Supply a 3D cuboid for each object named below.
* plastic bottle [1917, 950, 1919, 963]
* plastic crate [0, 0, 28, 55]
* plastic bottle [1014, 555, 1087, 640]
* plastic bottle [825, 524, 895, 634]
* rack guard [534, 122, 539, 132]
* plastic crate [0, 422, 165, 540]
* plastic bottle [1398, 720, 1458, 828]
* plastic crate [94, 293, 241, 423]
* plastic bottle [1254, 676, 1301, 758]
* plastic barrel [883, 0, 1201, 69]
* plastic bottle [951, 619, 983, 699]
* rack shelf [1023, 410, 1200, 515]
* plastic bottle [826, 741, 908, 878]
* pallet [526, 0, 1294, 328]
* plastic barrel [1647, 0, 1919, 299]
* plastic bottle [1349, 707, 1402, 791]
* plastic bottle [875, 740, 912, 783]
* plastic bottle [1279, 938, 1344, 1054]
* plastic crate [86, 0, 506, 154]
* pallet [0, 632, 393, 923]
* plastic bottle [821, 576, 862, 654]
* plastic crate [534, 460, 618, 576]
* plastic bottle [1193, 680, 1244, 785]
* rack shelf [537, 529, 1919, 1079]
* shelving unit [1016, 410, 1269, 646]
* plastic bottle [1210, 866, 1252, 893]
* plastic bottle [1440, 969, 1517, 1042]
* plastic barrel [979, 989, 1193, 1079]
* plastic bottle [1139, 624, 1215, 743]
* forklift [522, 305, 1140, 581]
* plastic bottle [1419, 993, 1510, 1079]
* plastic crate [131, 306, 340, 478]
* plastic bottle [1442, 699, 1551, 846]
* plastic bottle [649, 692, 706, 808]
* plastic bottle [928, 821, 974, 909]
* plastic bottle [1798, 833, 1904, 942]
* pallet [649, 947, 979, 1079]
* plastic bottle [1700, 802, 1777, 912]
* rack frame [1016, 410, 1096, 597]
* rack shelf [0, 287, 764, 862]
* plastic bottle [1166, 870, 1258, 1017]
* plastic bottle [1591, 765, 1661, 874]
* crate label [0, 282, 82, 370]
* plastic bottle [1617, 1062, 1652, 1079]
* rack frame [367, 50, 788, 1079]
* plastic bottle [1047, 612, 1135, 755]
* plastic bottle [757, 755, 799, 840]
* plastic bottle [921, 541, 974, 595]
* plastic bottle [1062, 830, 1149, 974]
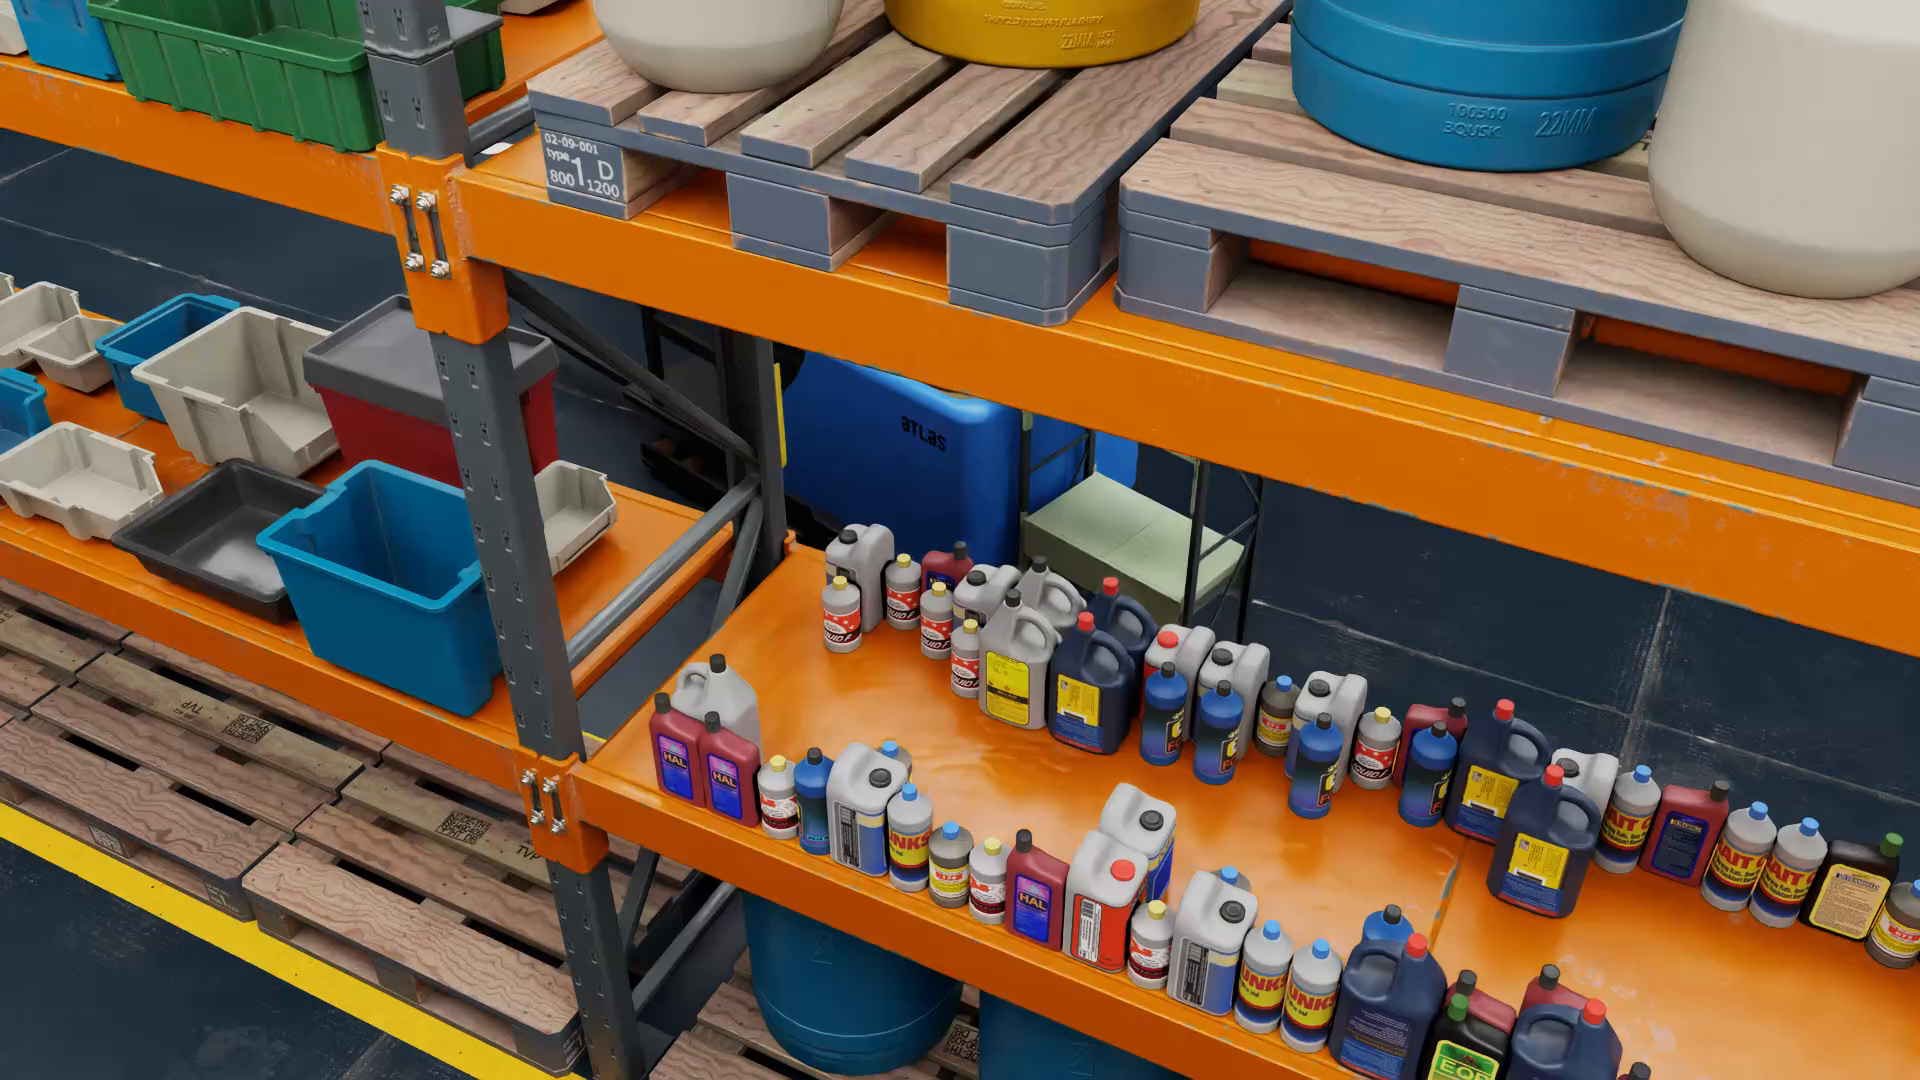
[{"bbox_3d":[2.051,0.767,3.355,0.133,0.283,0.061,17,41,21],"label":"plastic bottle"},{"bbox_3d":[-2.061,-1.147,3.517,0.466,0.136,0.293,17,41,21],"label":"plastic crate"},{"bbox_3d":[0.210,0.192,4.057,0.185,0.351,0.144,17,41,21],"label":"plastic bottle"},{"bbox_3d":[-0.258,0.078,4.269,0.135,0.276,0.152,17,41,21],"label":"plastic bottle"},{"bbox_3d":[-2.052,-2.690,9.880,0.348,0.500,1.175,17,41,21],"label":"rack guard"},{"bbox_3d":[-2.441,-0.149,4.634,0.466,0.136,0.293,17,41,21],"label":"plastic crate"},{"bbox_3d":[1.046,0.511,3.703,0.097,0.271,0.097,0,37,0],"label":"plastic bottle"},{"bbox_3d":[-2.367,-0.544,5.074,0.300,0.233,0.416,17,41,21],"label":"plastic crate"},{"bbox_3d":[0.749,0.404,3.901,0.097,0.201,0.097,0,37,0],"label":"plastic bottle"},{"bbox_3d":[0.147,-1.200,2.866,0.600,0.588,0.600,0,37,0],"label":"plastic barrel"},{"bbox_3d":[0.026,0.281,4.063,0.097,0.201,0.097,0,37,0],"label":"plastic bottle"},{"bbox_3d":[0.616,-0.464,5.476,0.720,0.370,0.431,30,46,33],"label":"rack shelf"},{"bbox_3d":[-0.196,0.577,3.612,0.135,0.276,0.152,17,41,21],"label":"plastic bottle"},{"bbox_3d":[-0.016,-0.862,3.079,1.003,0.211,1.213,17,41,21],"label":"pallet"},{"bbox_3d":[1.152,-0.624,2.150,0.433,0.535,0.433,0,37,0],"label":"plastic barrel"},{"bbox_3d":[0.955,0.469,3.816,0.097,0.201,0.097,0,37,0],"label":"plastic bottle"},{"bbox_3d":[-0.155,0.534,3.729,0.097,0.201,0.097,0,37,0],"label":"plastic bottle"},{"bbox_3d":[0.684,0.873,3.226,0.097,0.271,0.097,0,37,0],"label":"plastic bottle"},{"bbox_3d":[-1.272,-0.973,3.246,0.662,0.188,0.450,17,41,21],"label":"plastic crate"},{"bbox_3d":[-2.515,0.681,5.678,1.213,0.211,1.003,17,41,21],"label":"pallet"},{"bbox_3d":[-0.299,0.180,4.197,0.097,0.201,0.097,0,37,0],"label":"plastic bottle"},{"bbox_3d":[-1.104,-0.033,4.480,0.243,0.136,0.396,17,41,21],"label":"plastic crate"},{"bbox_3d":[0.593,0.431,3.808,0.097,0.271,0.097,0,37,0],"label":"plastic bottle"},{"bbox_3d":[1.019,0.935,3.632,4.000,0.370,1.077,17,41,21],"label":"rack shelf"},{"bbox_3d":[0.616,-0.154,5.712,0.755,1.500,0.431,30,46,33],"label":"shelving unit"},{"bbox_3d":[0.548,0.755,3.439,0.097,0.201,0.097,0,37,0],"label":"plastic bottle"},{"bbox_3d":[0.970,0.929,3.142,0.133,0.283,0.061,17,41,21],"label":"plastic bottle"},{"bbox_3d":[0.347,1.118,4.184,0.708,0.901,0.600,17,41,21],"label":"plastic barrel"},{"bbox_3d":[0.514,0.320,3.950,0.135,0.276,0.152,17,41,21],"label":"plastic bottle"},{"bbox_3d":[-0.712,-1.558,6.378,3.031,2.935,1.130,30,46,33],"label":"forklift"},{"bbox_3d":[0.942,0.961,3.099,0.133,0.283,0.061,17,41,21],"label":"plastic bottle"},{"bbox_3d":[-2.028,-0.408,4.855,0.530,0.282,0.437,17,41,21],"label":"plastic crate"},{"bbox_3d":[1.188,0.498,3.653,0.185,0.351,0.144,17,41,21],"label":"plastic bottle"},{"bbox_3d":[-0.627,0.470,3.746,0.133,0.283,0.061,17,41,21],"label":"plastic bottle"},{"bbox_3d":[-0.019,0.681,3.537,0.097,0.201,0.097,0,37,0],"label":"plastic bottle"},{"bbox_3d":[1.846,0.703,3.440,0.133,0.283,0.061,17,41,21],"label":"plastic bottle"},{"bbox_3d":[-0.091,1.440,4.678,1.213,0.211,1.003,17,41,21],"label":"pallet"},{"bbox_3d":[1.649,0.658,3.508,0.097,0.271,0.097,0,37,0],"label":"plastic bottle"},{"bbox_3d":[0.349,-0.305,5.911,0.023,1.500,0.400,30,46,33],"label":"rack frame"},{"bbox_3d":[-2.533,-0.177,5.097,4.000,0.370,1.077,17,41,21],"label":"rack shelf"},{"bbox_3d":[0.507,0.797,3.322,0.135,0.276,0.152,17,41,21],"label":"plastic bottle"},{"bbox_3d":[1.444,0.594,3.593,0.097,0.271,0.097,0,37,0],"label":"plastic bottle"},{"bbox_3d":[-2.992,-0.656,5.302,0.243,0.136,0.396,17,41,21],"label":"crate label"},{"bbox_3d":[1.225,1.050,2.982,0.133,0.283,0.061,17,41,21],"label":"plastic bottle"},{"bbox_3d":[-0.757,0.092,4.147,0.127,3.000,1.000,17,41,21],"label":"rack frame"},{"bbox_3d":[0.308,0.321,3.887,0.185,0.351,0.144,17,41,21],"label":"plastic bottle"},{"bbox_3d":[-0.398,0.562,3.693,0.097,0.201,0.097,0,37,0],"label":"plastic bottle"},{"bbox_3d":[-0.032,0.115,4.214,0.133,0.283,0.061,17,41,21],"label":"plastic bottle"},{"bbox_3d":[0.301,0.733,3.407,0.135,0.276,0.152,17,41,21],"label":"plastic bottle"}]
